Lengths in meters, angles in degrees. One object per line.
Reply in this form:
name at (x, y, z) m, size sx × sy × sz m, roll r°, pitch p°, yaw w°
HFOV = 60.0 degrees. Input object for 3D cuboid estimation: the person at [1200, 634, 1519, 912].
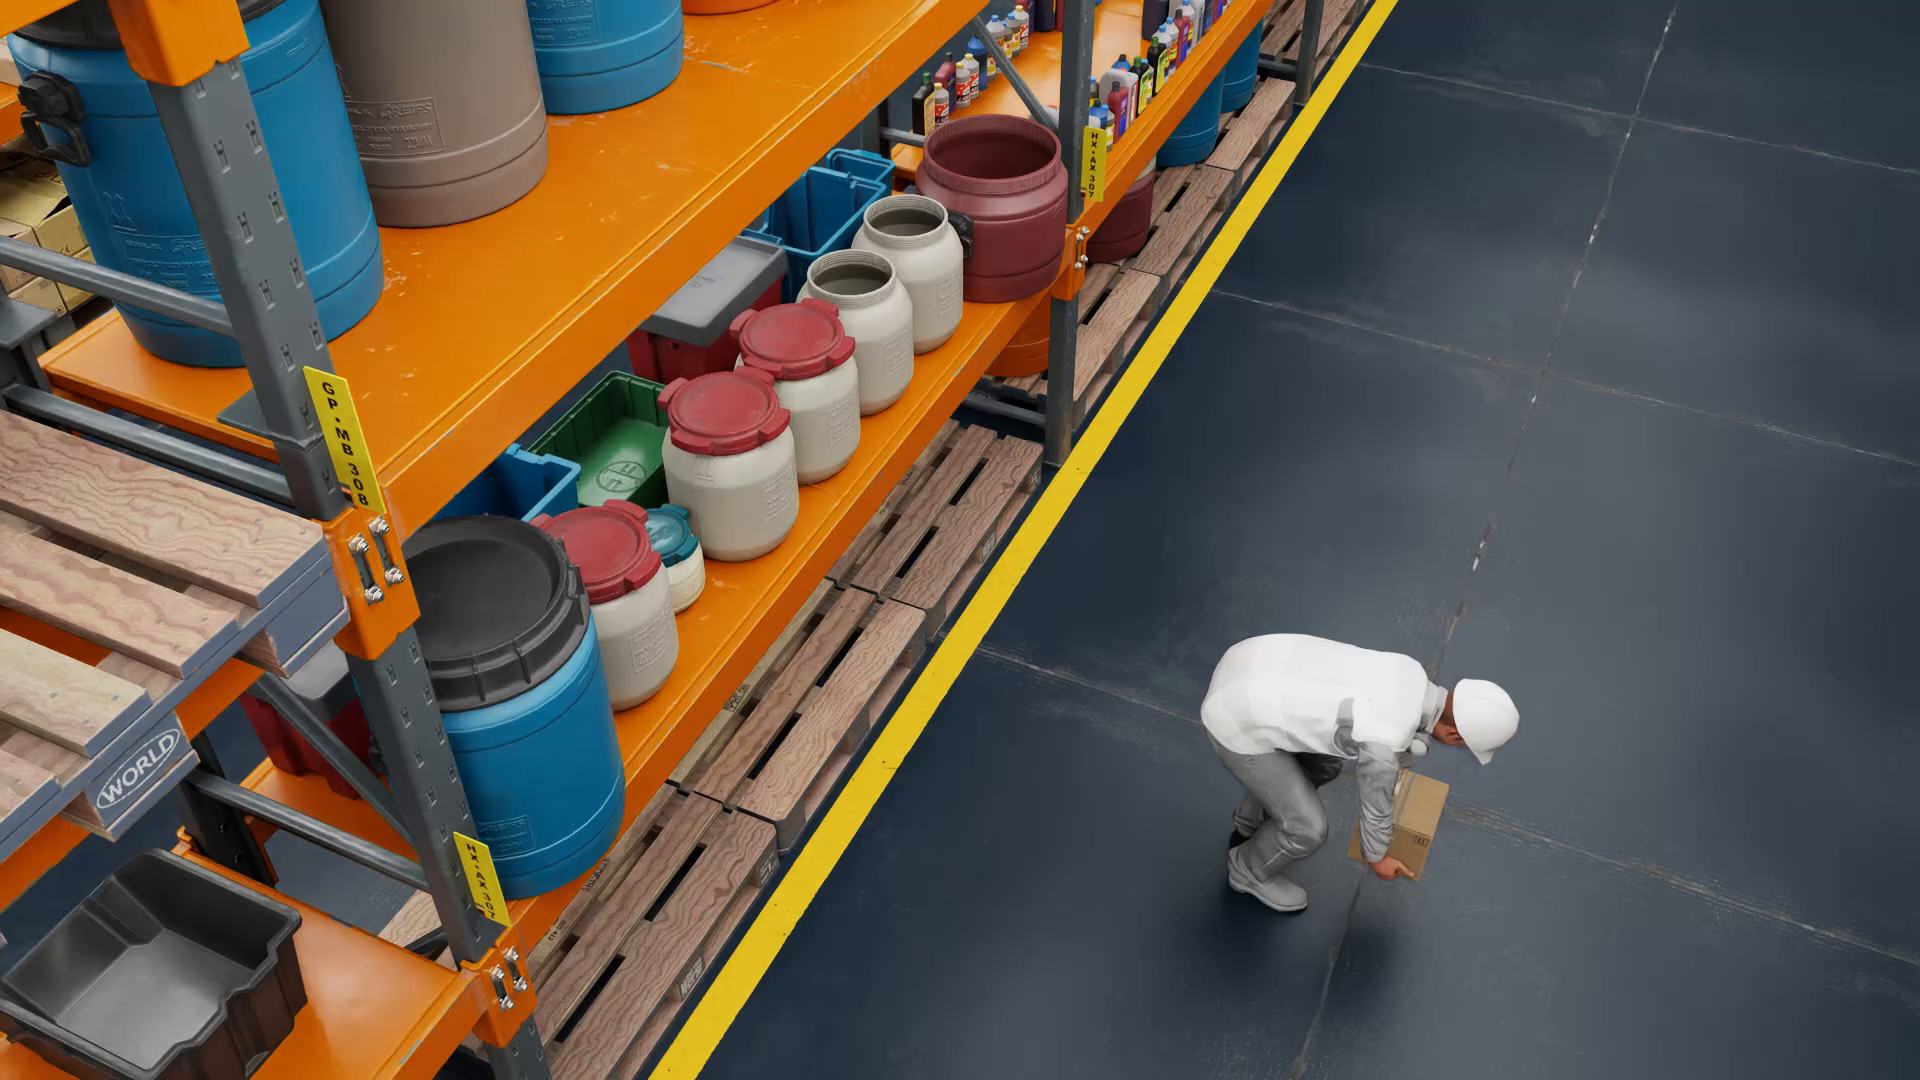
person at (1.304, 0.808, 5.696) m, size 0.988 × 1.158 × 0.485 m, roll 15°, pitch 44°, yaw 17°
